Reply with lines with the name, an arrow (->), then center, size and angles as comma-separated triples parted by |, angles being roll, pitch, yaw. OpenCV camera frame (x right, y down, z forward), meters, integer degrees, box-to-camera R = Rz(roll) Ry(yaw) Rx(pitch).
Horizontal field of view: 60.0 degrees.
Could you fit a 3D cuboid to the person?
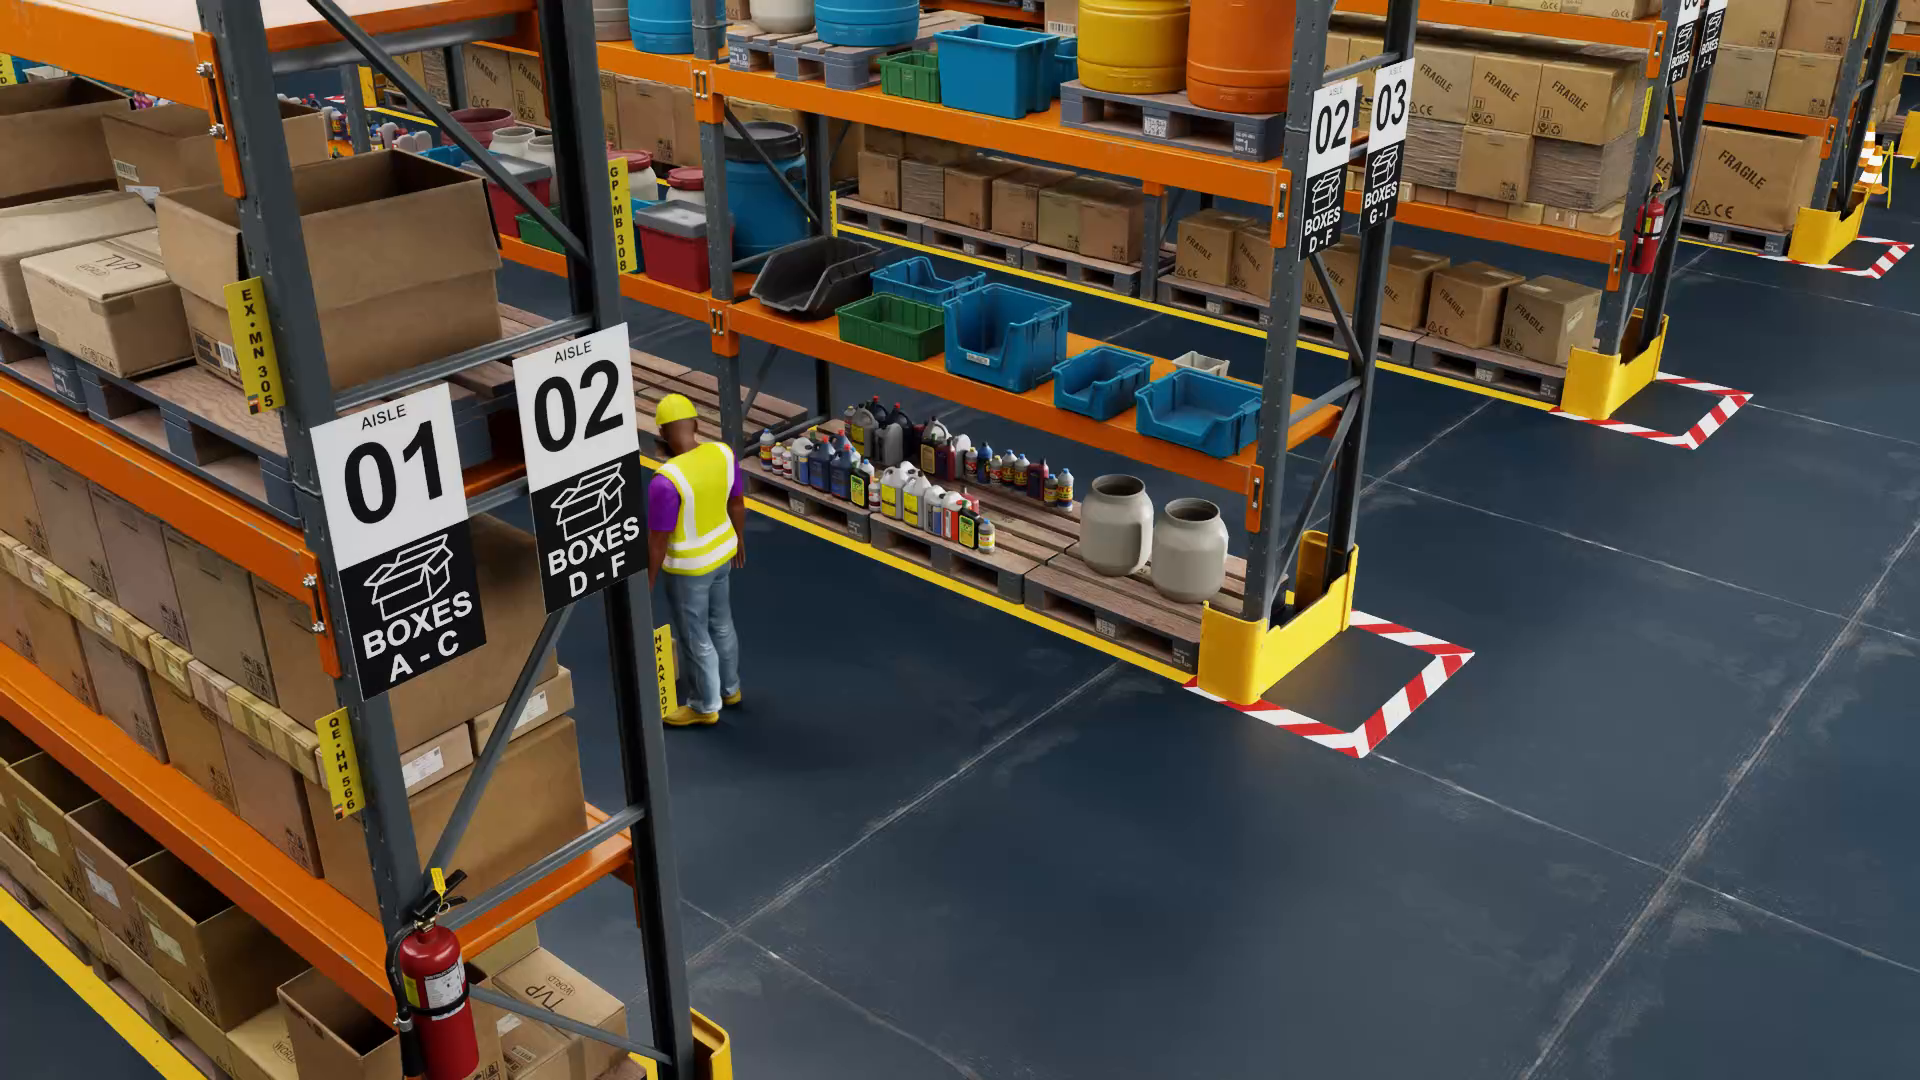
person -> -1.343, 0.115, 8.339 | 0.372, 1.777, 0.654 | 15, 31, 27
